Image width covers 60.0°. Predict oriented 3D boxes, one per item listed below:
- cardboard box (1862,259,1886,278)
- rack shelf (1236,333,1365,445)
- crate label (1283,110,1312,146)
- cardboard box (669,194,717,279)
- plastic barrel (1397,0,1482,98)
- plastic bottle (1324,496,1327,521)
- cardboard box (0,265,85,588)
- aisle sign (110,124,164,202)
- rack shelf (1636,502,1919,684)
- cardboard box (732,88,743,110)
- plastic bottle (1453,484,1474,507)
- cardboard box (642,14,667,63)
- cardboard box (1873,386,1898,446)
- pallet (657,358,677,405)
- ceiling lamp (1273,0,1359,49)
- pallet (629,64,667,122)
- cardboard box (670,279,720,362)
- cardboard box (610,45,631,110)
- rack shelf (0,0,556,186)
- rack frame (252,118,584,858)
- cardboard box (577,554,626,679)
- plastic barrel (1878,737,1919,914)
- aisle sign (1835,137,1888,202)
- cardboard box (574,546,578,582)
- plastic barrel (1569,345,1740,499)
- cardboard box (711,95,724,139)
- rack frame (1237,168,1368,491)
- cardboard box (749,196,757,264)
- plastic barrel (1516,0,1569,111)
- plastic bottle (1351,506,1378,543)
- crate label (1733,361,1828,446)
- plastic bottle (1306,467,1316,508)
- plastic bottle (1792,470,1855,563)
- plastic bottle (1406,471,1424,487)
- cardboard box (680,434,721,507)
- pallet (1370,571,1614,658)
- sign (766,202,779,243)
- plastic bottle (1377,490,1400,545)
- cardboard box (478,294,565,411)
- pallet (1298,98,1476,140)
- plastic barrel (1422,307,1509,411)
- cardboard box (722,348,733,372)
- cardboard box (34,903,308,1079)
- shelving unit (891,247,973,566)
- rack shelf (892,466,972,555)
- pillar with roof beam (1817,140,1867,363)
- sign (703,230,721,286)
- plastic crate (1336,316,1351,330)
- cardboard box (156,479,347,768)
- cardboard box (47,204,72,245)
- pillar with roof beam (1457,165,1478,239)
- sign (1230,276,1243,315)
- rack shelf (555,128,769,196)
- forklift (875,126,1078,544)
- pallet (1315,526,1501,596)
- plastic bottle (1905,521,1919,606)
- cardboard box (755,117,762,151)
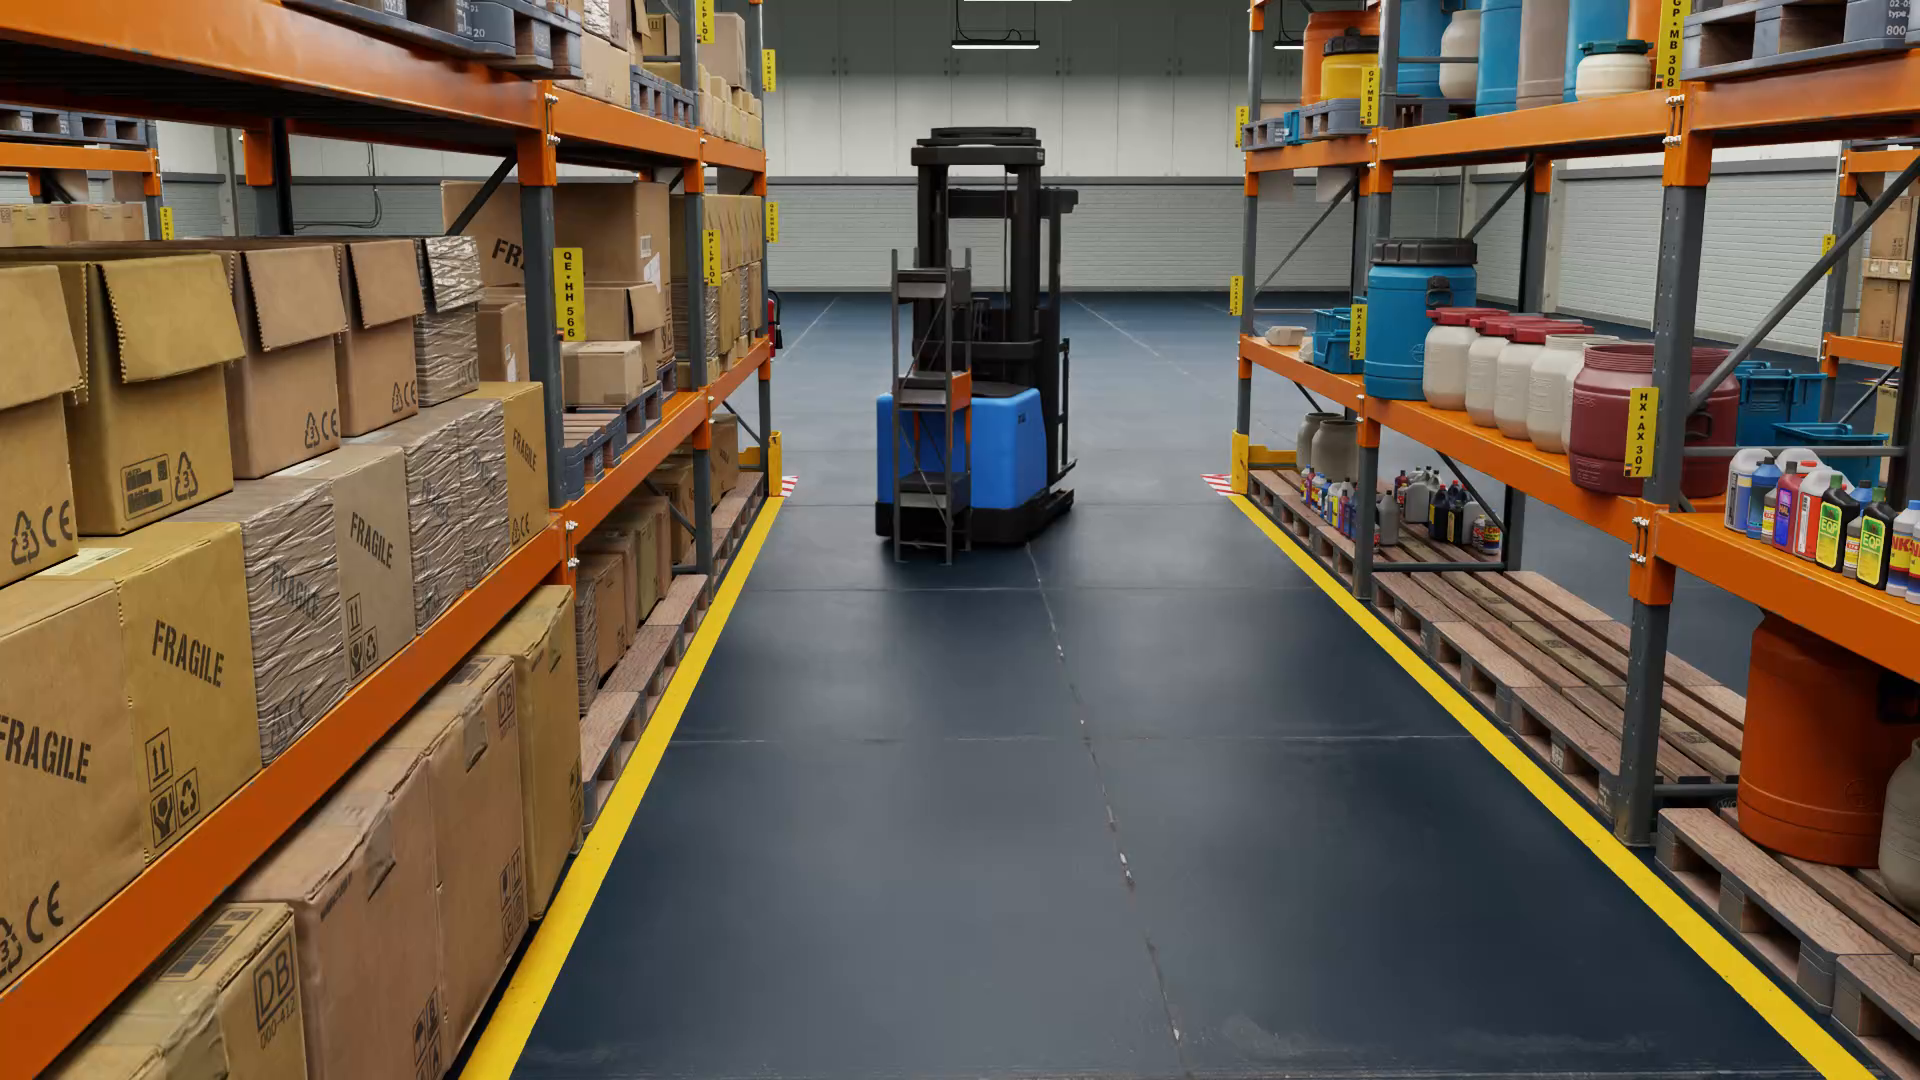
[{"bbox_3d":[7.601,-2.212,13.537,0.380,0.149,0.250,0,11,-2],"label":"cardboard box"},{"bbox_3d":[2.897,-1.155,12.015,1.077,0.370,4.000,0,11,-1],"label":"rack shelf"},{"bbox_3d":[2.564,-2.928,11.779,0.502,0.251,0.408,0,11,-1],"label":"crate label"},{"bbox_3d":[-1.769,-1.865,10.191,0.500,0.500,0.500,0,11,-1],"label":"cardboard box"},{"bbox_3d":[3.025,-3.229,10.572,0.600,0.901,0.708,0,11,-1],"label":"plastic barrel"},{"bbox_3d":[2.597,-0.239,11.623,0.097,0.201,0.097,0,11,0],"label":"plastic bottle"},{"bbox_3d":[-1.870,-0.167,2.561,0.797,0.503,0.637,-1,11,-3],"label":"cardboard box"},{"bbox_3d":[-6.759,-3.173,13.619,0.394,0.787,0.004,0,11,-1],"label":"aisle sign"},{"bbox_3d":[3.062,0.436,4.177,1.077,0.370,4.000,0,11,-1],"label":"rack shelf"},{"bbox_3d":[-1.759,-3.164,11.939,0.380,0.149,0.250,-1,11,-4],"label":"cardboard box"},{"bbox_3d":[3.336,-0.189,11.003,0.144,0.351,0.185,0,11,0],"label":"plastic bottle"},{"bbox_3d":[-2.336,-3.498,11.955,0.500,0.500,0.500,0,11,-1],"label":"cardboard box"},{"bbox_3d":[7.609,-0.943,13.137,0.500,0.500,0.500,0,11,-1],"label":"cardboard box"},{"bbox_3d":[-2.143,-0.843,9.151,1.003,0.211,1.213,0,11,-1],"label":"pallet"},{"bbox_3d":[8.140,-12.786,37.767,2.000,3.185,0.800,0,11,-1],"label":"ceiling lamp"},{"bbox_3d":[-2.083,-2.138,7.981,1.213,0.211,1.003,0,11,-1],"label":"pallet"},{"bbox_3d":[-1.961,-1.374,10.286,0.875,0.500,0.500,0,11,-1],"label":"cardboard box"},{"bbox_3d":[-1.717,-1.989,7.153,0.500,0.250,0.500,0,11,0],"label":"cardboard box"},{"bbox_3d":[-1.890,-1.014,3.778,1.077,0.370,4.000,0,11,-1],"label":"rack shelf"},{"bbox_3d":[-1.931,-0.294,5.964,1.000,3.000,0.127,0,11,-1],"label":"rack frame"},{"bbox_3d":[-2.008,0.359,7.924,0.700,0.500,0.500,1,11,4],"label":"cardboard box"},{"bbox_3d":[3.149,0.908,5.240,0.421,0.512,0.421,0,11,0],"label":"plastic barrel"},{"bbox_3d":[7.500,-3.210,13.800,0.394,0.787,0.004,0,11,-1],"label":"aisle sign"},{"bbox_3d":[-1.996,0.109,7.270,0.500,0.250,0.500,1,12,5],"label":"cardboard box"},{"bbox_3d":[2.708,-0.472,6.500,0.600,0.536,0.708,0,11,-1],"label":"plastic barrel"},{"bbox_3d":[-1.783,-2.681,10.565,0.500,0.250,0.500,0,11,-2],"label":"cardboard box"},{"bbox_3d":[2.855,-1.905,13.903,1.000,3.000,0.127,0,11,-1],"label":"rack frame"},{"bbox_3d":[-1.822,-2.361,12.640,0.500,0.500,0.500,0,11,-1],"label":"cardboard box"},{"bbox_3d":[3.179,-2.595,8.501,0.600,0.901,0.600,0,11,0],"label":"plastic barrel"},{"bbox_3d":[2.637,-0.154,10.829,0.144,0.351,0.185,-1,11,-3],"label":"plastic bottle"},{"bbox_3d":[3.271,-0.530,7.040,0.502,0.435,0.616,0,11,-1],"label":"crate label"},{"bbox_3d":[2.568,-0.382,12.125,0.061,0.283,0.133,0,11,0],"label":"plastic bottle"},{"bbox_3d":[2.716,-0.074,5.193,0.152,0.276,0.135,0,11,-1],"label":"plastic bottle"},{"bbox_3d":[3.309,-0.372,12.092,0.152,0.276,0.135,0,11,-1],"label":"plastic bottle"},{"bbox_3d":[-2.060,-0.498,12.199,0.500,0.500,0.500,1,11,4],"label":"cardboard box"},{"bbox_3d":[2.993,0.413,9.493,1.003,0.211,1.213,0,11,-1],"label":"pallet"},{"bbox_3d":[-1.541,-2.605,13.648,0.100,0.325,0.005,0,11,-1],"label":"sign"},{"bbox_3d":[2.781,-0.154,10.832,0.144,0.351,0.185,0,11,-1],"label":"plastic bottle"},{"bbox_3d":[-2.094,-0.767,6.986,0.700,0.500,0.500,1,12,7],"label":"cardboard box"},{"bbox_3d":[2.825,-2.630,10.409,1.213,0.211,1.003,0,11,-1],"label":"pallet"},{"bbox_3d":[2.739,-0.985,9.029,0.433,0.535,0.433,0,11,0],"label":"plastic barrel"},{"bbox_3d":[-1.721,-1.209,11.106,0.380,0.149,0.250,0,11,-1],"label":"cardboard box"},{"bbox_3d":[-1.882,1.209,2.841,1.225,0.875,0.875,0,11,-1],"label":"cardboard box"},{"bbox_3d":[-0.186,-0.910,11.263,0.431,2.100,0.503,3,12,15],"label":"shelving unit"},{"bbox_3d":[-0.186,-0.211,11.405,0.431,0.518,0.480,3,12,15],"label":"rack shelf"},{"bbox_3d":[9.088,-7.118,24.510,9.100,9.000,0.400,0,11,-1],"label":"pillar with roof beam"},{"bbox_3d":[-1.459,-1.660,9.783,0.100,0.325,0.005,0,11,-1],"label":"sign"},{"bbox_3d":[3.173,-1.604,12.797,0.499,0.251,0.408,0,11,-1],"label":"plastic crate"},{"bbox_3d":[-1.629,0.160,3.474,0.500,0.500,0.500,0,11,-2],"label":"cardboard box"},{"bbox_3d":[-7.109,-2.192,12.226,0.875,0.550,0.550,0,11,-1],"label":"cardboard box"},{"bbox_3d":[8.716,-10.696,42.147,9.100,9.000,0.548,0,11,-1],"label":"pillar with roof beam"},{"bbox_3d":[2.305,-2.039,13.869,0.100,0.325,0.005,0,11,-1],"label":"sign"},{"bbox_3d":[-2.055,-2.604,11.617,1.077,0.370,4.000,0,11,-1],"label":"rack shelf"},{"bbox_3d":[0.283,-1.658,12.857,1.130,2.935,3.031,3,12,15],"label":"forklift"},{"bbox_3d":[2.966,0.123,10.920,1.003,0.211,1.213,0,11,-1],"label":"pallet"},{"bbox_3d":[2.701,0.043,4.627,0.097,0.271,0.097,0,11,0],"label":"plastic bottle"},{"bbox_3d":[-1.833,-3.186,13.052,0.500,0.250,0.500,0,11,0],"label":"cardboard box"}]
